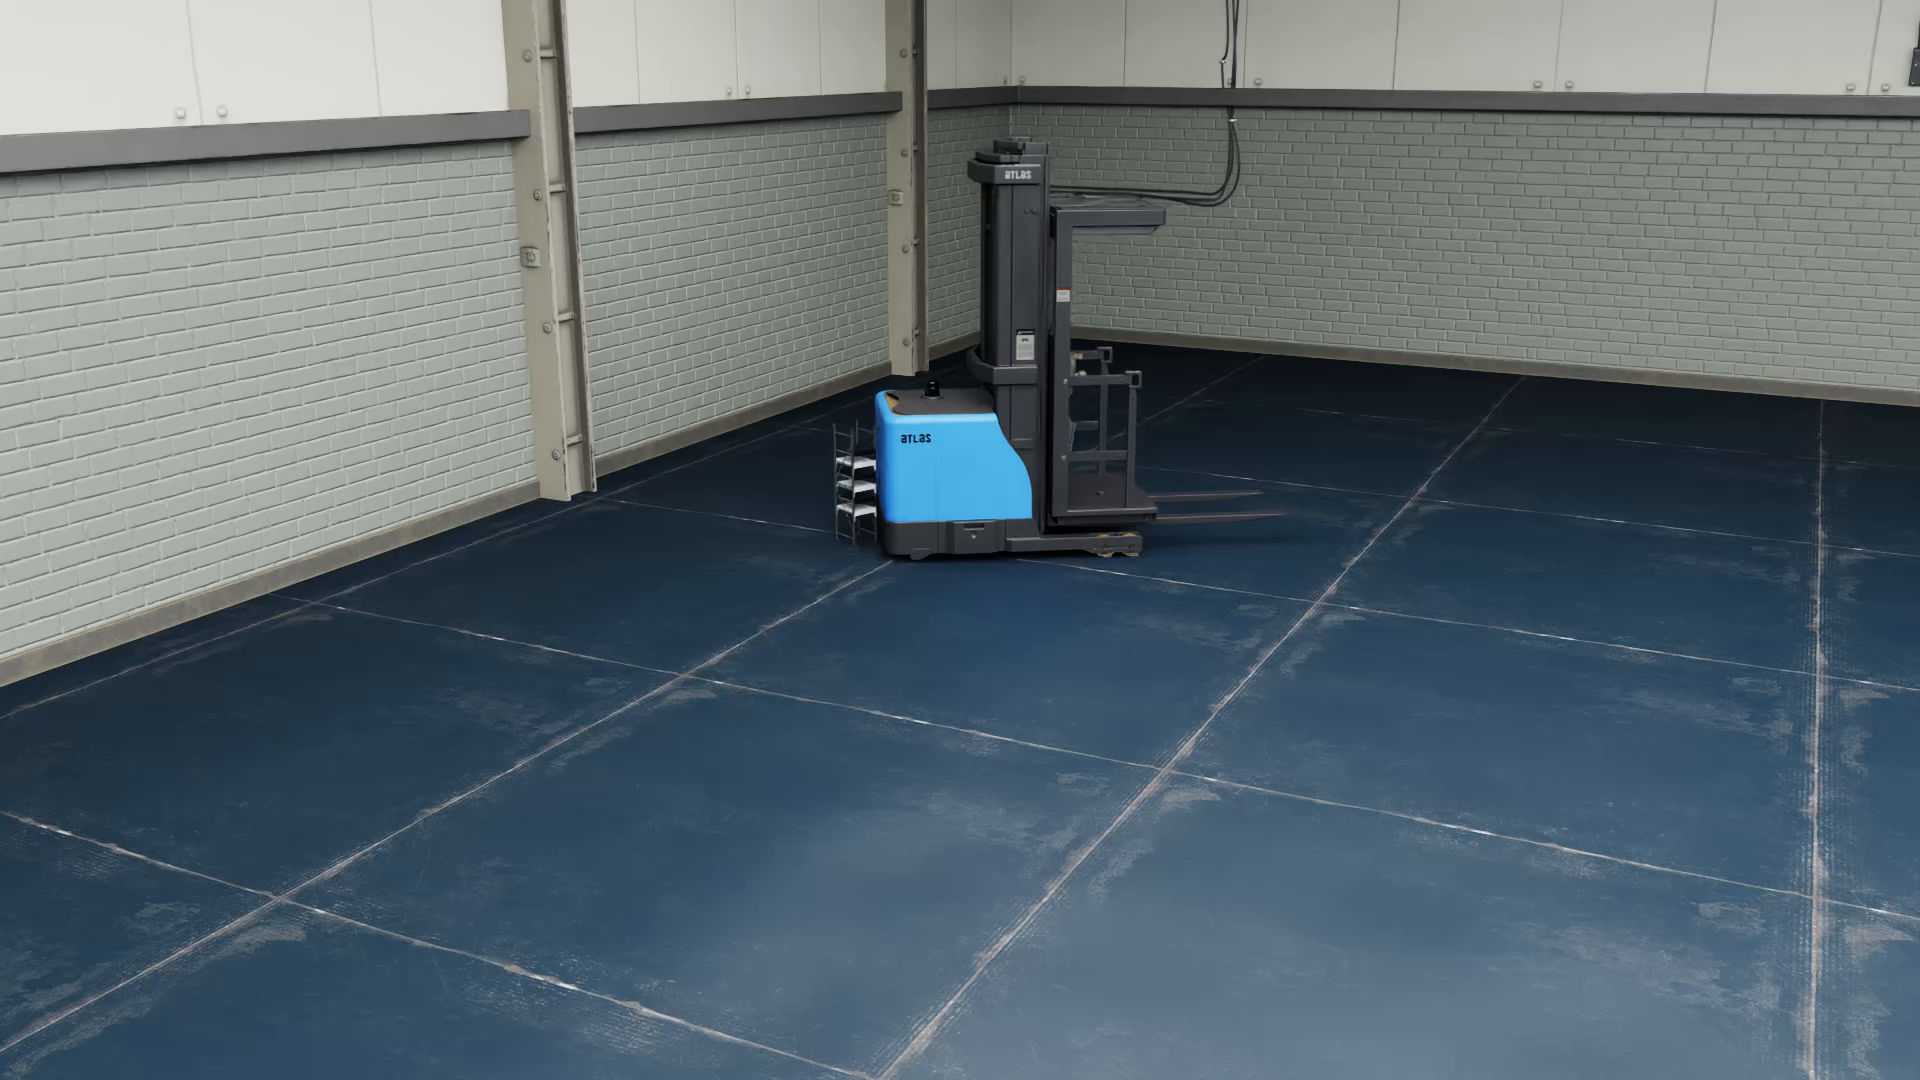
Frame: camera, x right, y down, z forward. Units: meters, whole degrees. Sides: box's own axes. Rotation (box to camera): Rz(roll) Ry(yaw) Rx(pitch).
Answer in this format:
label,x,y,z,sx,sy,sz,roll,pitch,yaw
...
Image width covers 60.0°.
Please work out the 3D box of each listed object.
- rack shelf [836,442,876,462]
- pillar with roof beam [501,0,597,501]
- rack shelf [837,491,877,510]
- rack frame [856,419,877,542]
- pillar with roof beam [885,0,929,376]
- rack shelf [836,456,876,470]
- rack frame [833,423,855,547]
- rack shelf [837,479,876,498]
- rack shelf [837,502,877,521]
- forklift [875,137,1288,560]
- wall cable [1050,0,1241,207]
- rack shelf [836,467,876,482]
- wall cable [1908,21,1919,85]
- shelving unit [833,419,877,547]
label,x,y,z,sx,sy,sz,roll,pitch,yaw
rack shelf,-0.779,-0.650,12.301,0.200,0.077,0.258,-13,21,-37
pillar with roof beam,0.590,-4.152,10.699,9.100,9.000,0.400,8,18,25
rack shelf,-0.779,-0.305,12.404,0.200,0.077,0.258,-13,21,-37
rack frame,-0.700,-0.442,12.431,0.006,0.900,0.240,-13,21,-37
pillar with roof beam,3.271,-5.680,15.844,9.100,9.000,0.400,8,18,25
rack shelf,-0.779,-0.564,12.327,0.200,0.077,0.258,-13,21,-37
rack frame,-0.857,-0.405,12.307,0.006,0.900,0.240,-13,21,-37
rack shelf,-0.779,-0.391,12.378,0.200,0.077,0.258,-13,21,-37
rack shelf,-0.779,-0.219,12.430,0.200,0.077,0.258,-13,21,-37
forklift,0.903,-1.426,12.178,3.031,2.935,1.130,-2,17,-7
wall cable,1.919,-5.322,20.090,3.097,2.526,0.112,8,18,25
rack shelf,-0.779,-0.478,12.353,0.200,0.077,0.258,-13,21,-37
wall cable,10.405,-7.229,15.084,2.305,6.003,0.169,8,18,25
shelving unit,-0.779,-0.423,12.369,0.210,0.900,0.258,-13,21,-37
